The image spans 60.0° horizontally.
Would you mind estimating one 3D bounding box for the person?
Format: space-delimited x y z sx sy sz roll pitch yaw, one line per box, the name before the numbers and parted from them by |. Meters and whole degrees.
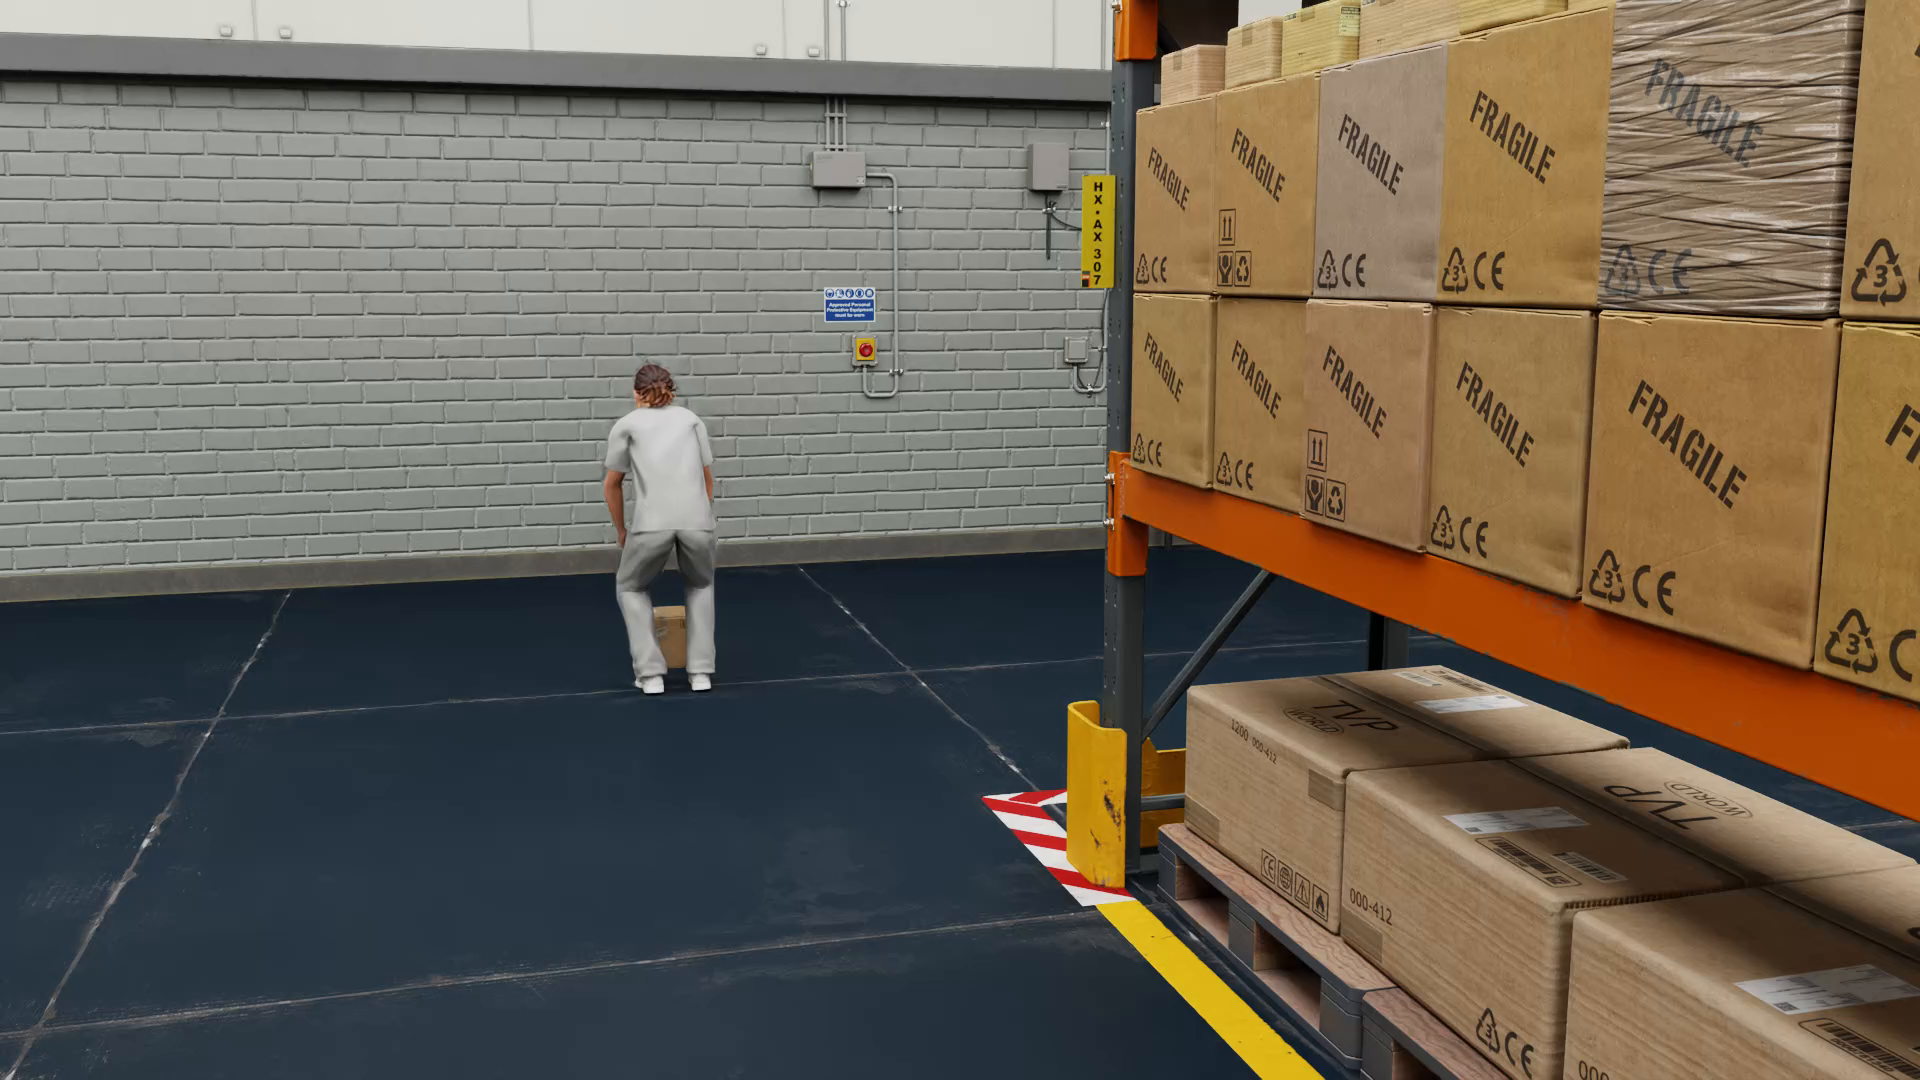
person | -1.332 -0.051 7.427 0.488 1.444 0.596 -3 10 -16
